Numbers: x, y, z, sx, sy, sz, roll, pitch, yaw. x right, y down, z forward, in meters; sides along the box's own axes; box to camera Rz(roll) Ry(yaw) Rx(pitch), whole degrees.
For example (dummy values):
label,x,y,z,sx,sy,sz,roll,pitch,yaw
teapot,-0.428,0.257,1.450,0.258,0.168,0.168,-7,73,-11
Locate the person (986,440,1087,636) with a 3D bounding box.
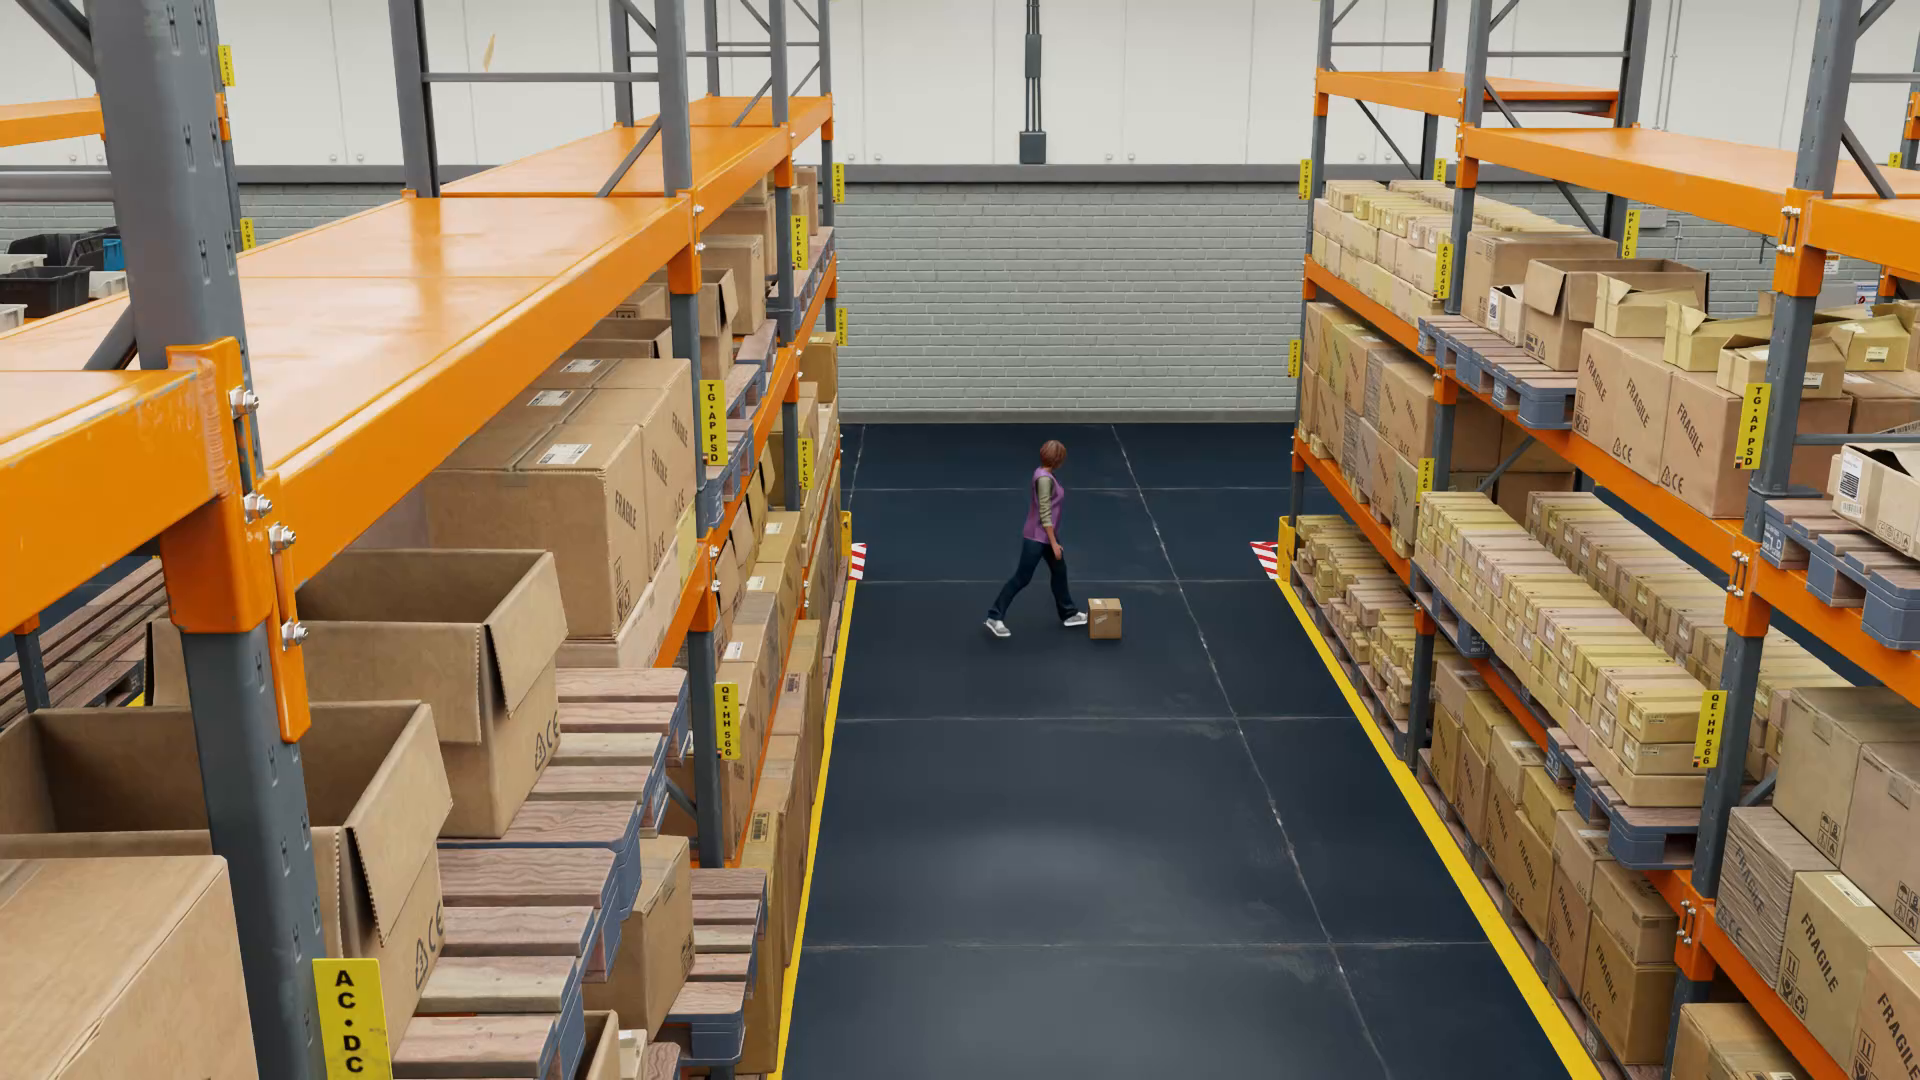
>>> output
label,x,y,z,sx,sy,sz,roll,pitch,yaw
person,0.645,-0.012,13.112,0.848,1.545,0.552,3,18,10
